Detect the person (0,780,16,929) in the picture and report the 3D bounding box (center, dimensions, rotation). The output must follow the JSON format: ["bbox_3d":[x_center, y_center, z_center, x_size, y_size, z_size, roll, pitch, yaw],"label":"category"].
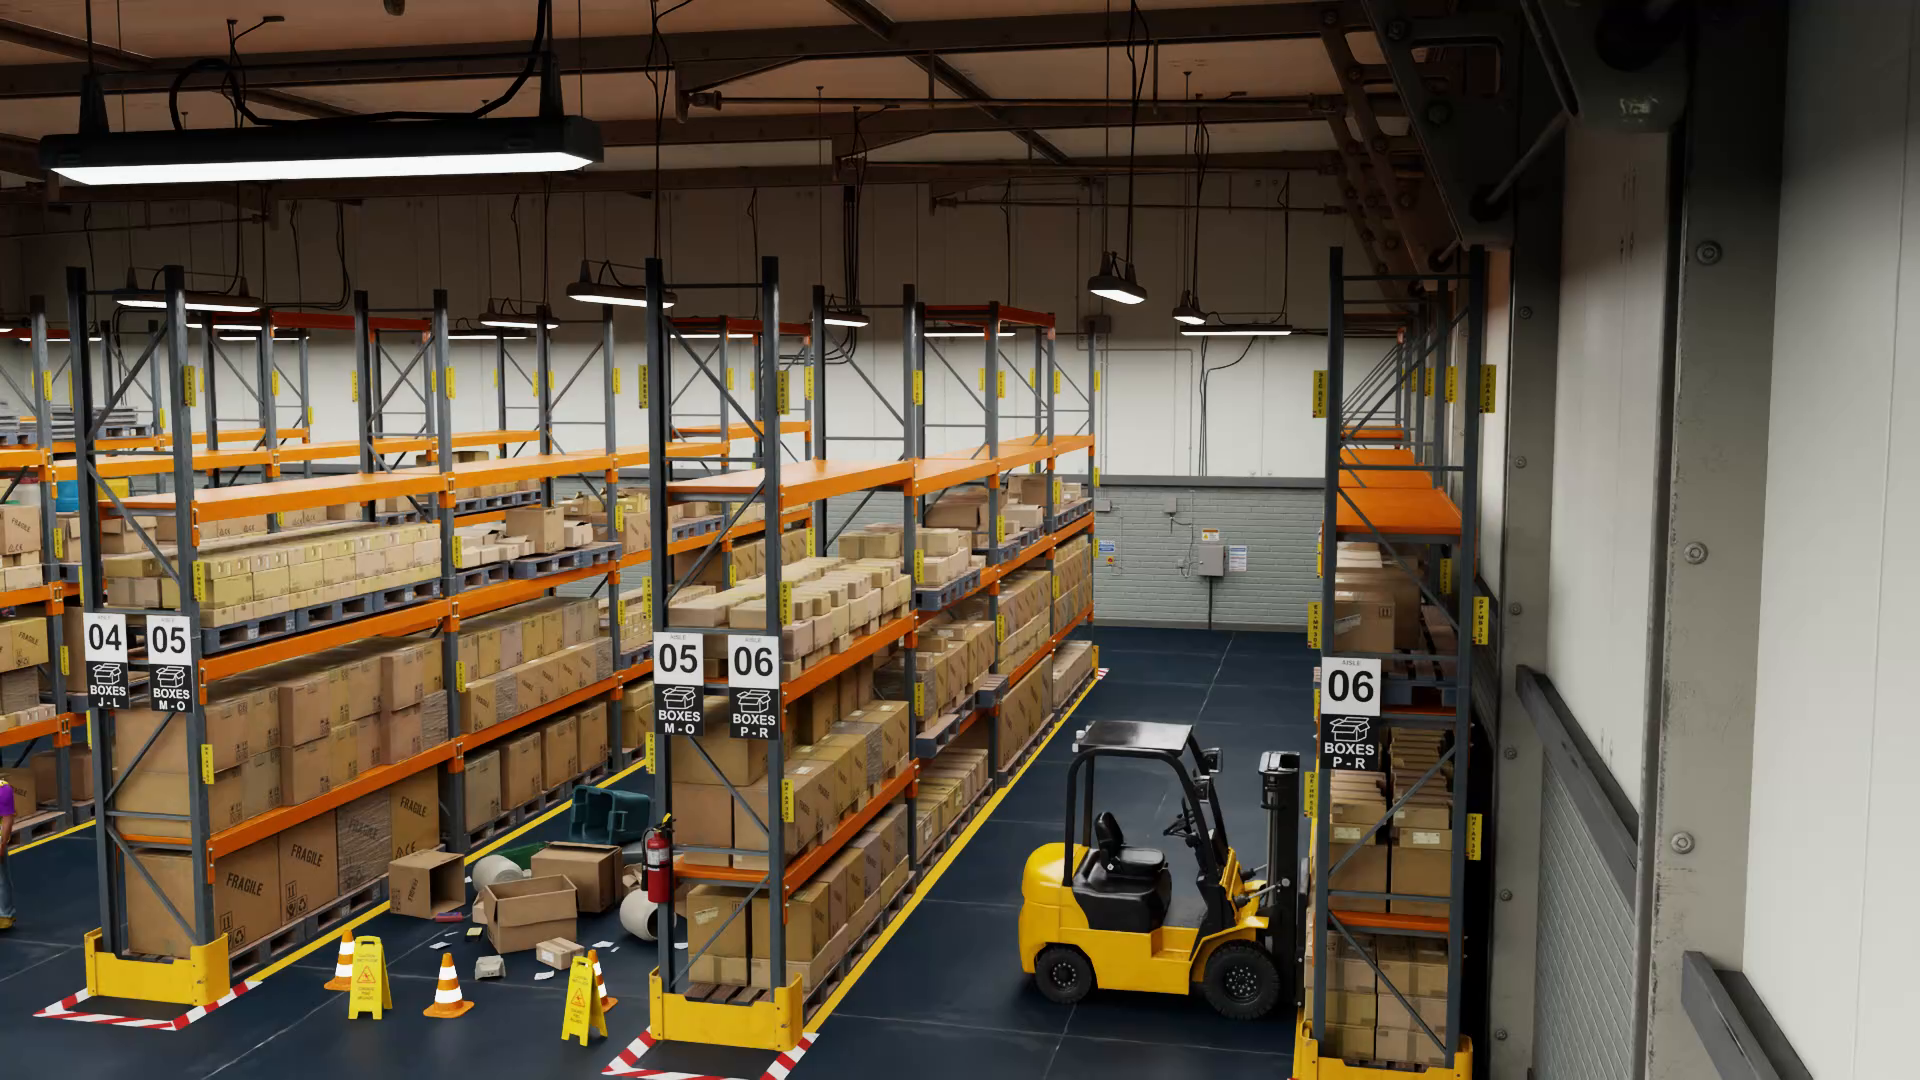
[{"bbox_3d":[-8.860,2.765,15.023,0.592,1.720,0.951,-1,6,-12],"label":"person"}]
